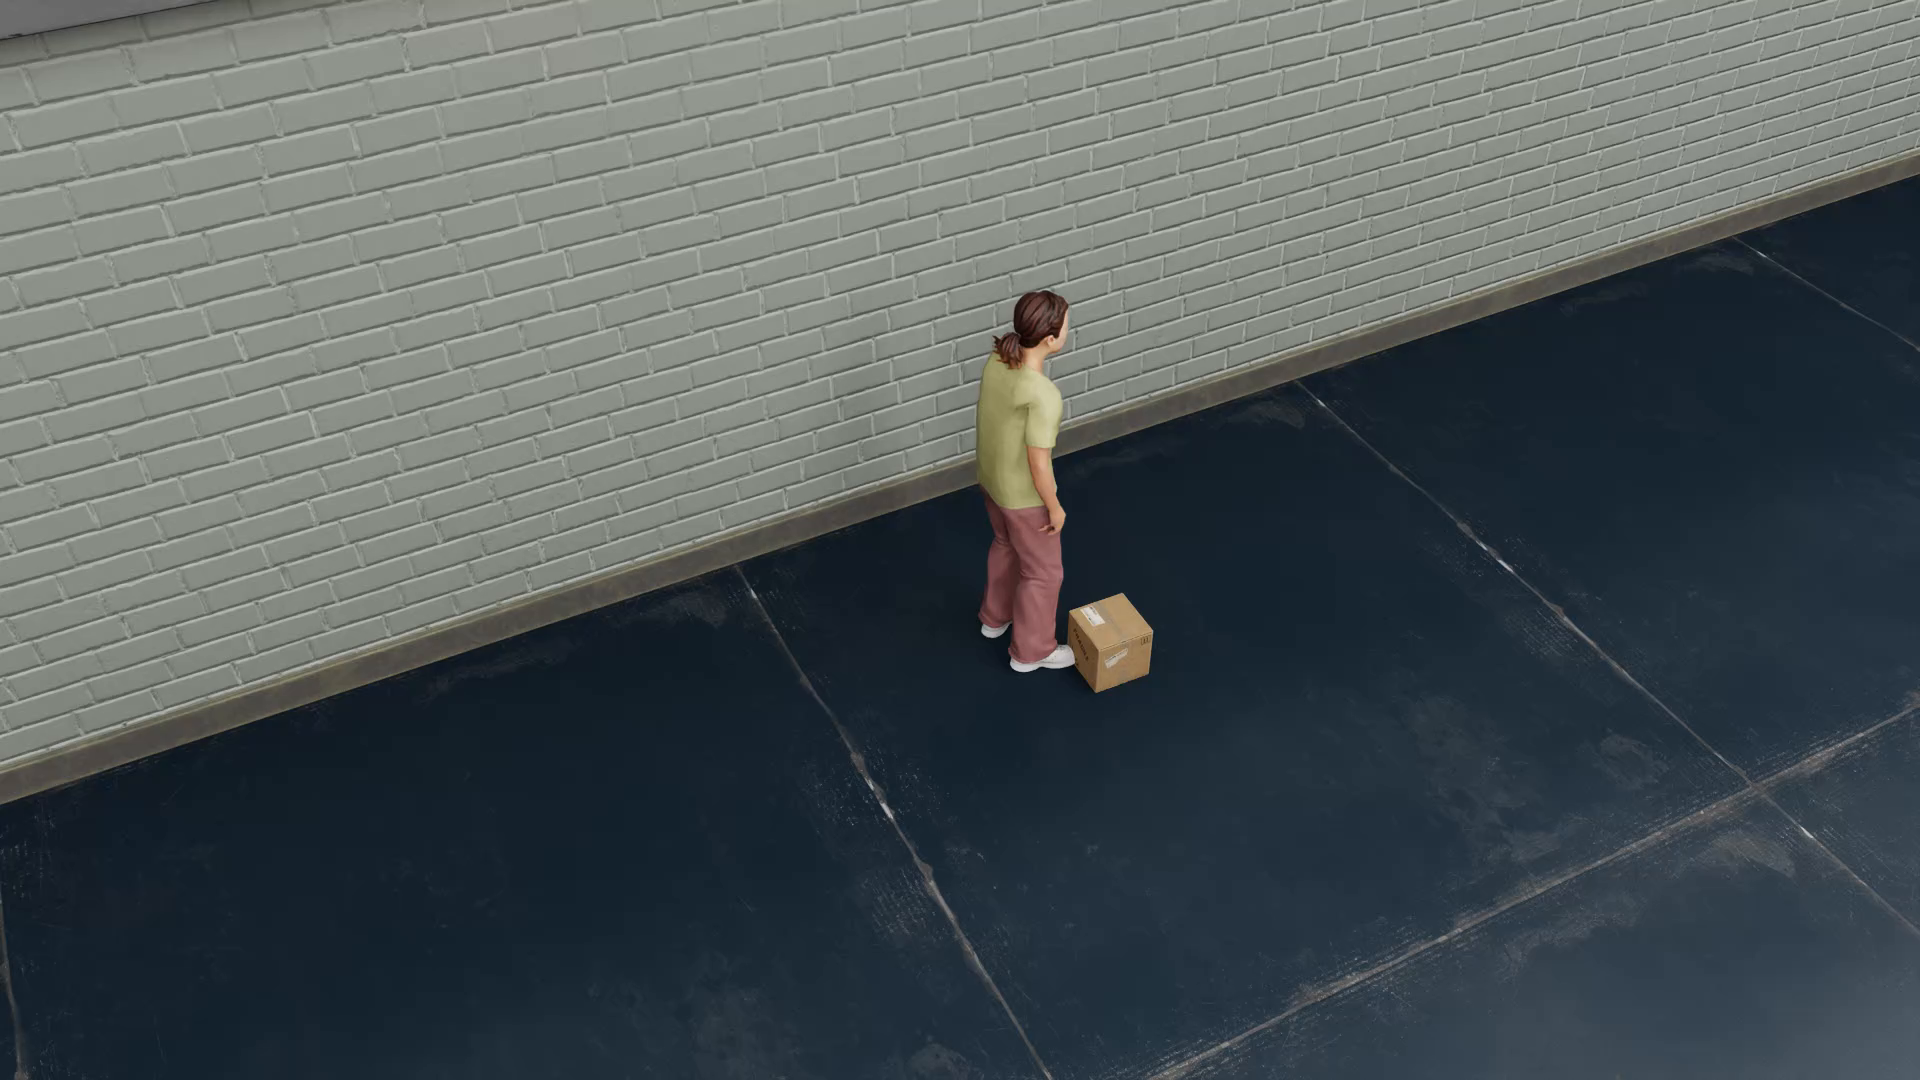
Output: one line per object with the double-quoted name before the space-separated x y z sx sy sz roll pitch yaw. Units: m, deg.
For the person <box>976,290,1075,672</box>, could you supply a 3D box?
"person" 0.253 -0.219 6.407 0.359 1.673 0.499 -19 45 -20
